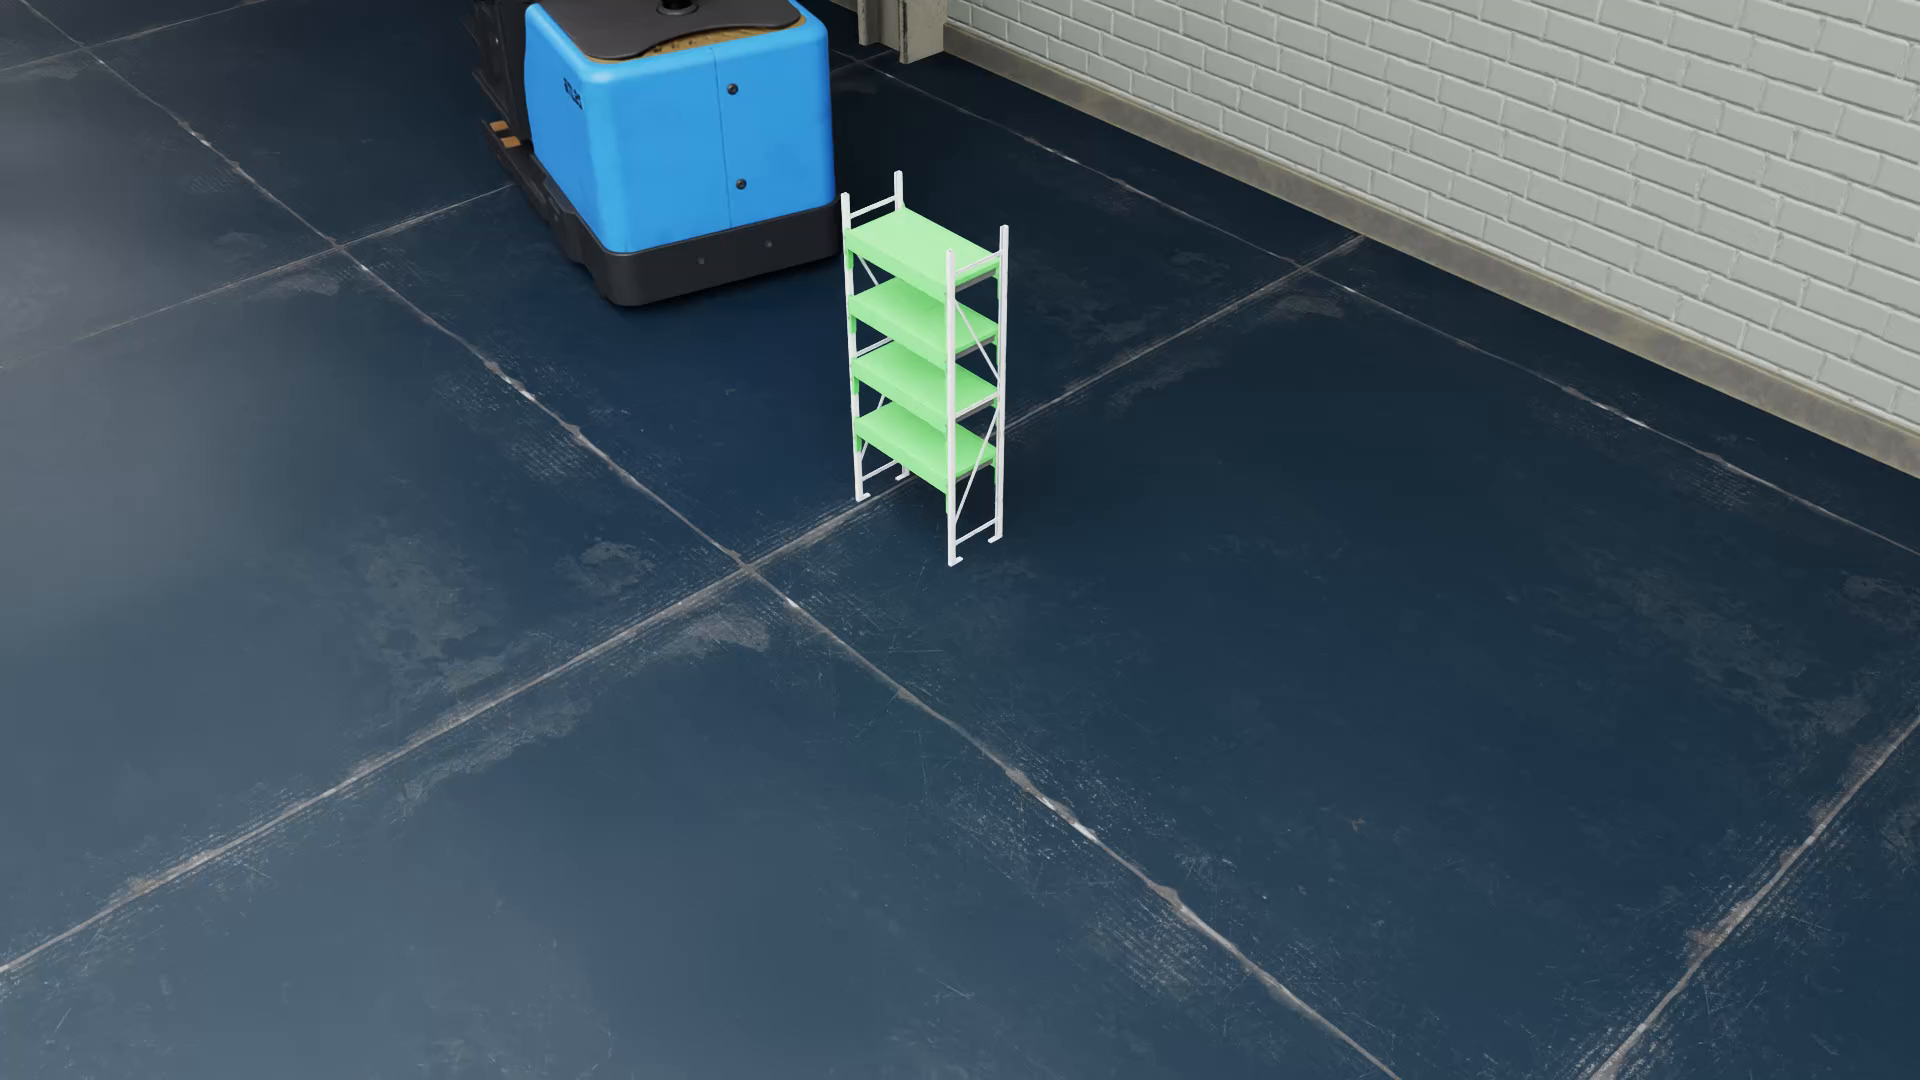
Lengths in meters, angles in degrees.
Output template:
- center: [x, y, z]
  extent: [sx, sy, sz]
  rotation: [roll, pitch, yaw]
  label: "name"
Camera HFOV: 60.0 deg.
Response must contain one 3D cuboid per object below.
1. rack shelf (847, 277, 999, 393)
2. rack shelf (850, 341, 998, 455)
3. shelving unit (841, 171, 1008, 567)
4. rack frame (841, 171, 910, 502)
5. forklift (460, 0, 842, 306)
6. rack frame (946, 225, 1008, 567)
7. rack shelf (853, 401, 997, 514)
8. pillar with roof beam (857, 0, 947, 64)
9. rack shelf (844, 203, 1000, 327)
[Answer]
- center: [-0.112, -0.680, 5.357]
  extent: [0.258, 0.148, 0.480]
  rotation: [-30, 48, -32]
  label: "rack shelf"
- center: [-0.112, -0.494, 5.508]
  extent: [0.258, 0.148, 0.480]
  rotation: [-30, 48, -32]
  label: "rack shelf"
- center: [-0.112, -0.543, 5.468]
  extent: [0.258, 1.200, 0.503]
  rotation: [-30, 48, -32]
  label: "shelving unit"
- center: [-0.277, -0.656, 5.608]
  extent: [0.240, 1.200, 0.015]
  rotation: [-30, 48, -32]
  label: "rack frame"
- center: [-1.648, -3.013, 7.148]
  extent: [1.130, 2.935, 3.031]
  rotation: [-19, 42, -21]
  label: "forklift"
- center: [0.053, -0.430, 5.328]
  extent: [0.240, 1.200, 0.015]
  rotation: [-30, 48, -32]
  label: "rack frame"
- center: [-0.112, -0.307, 5.659]
  extent: [0.258, 0.148, 0.480]
  rotation: [-30, 48, -32]
  label: "rack shelf"
- center: [-3.482, -4.375, 4.005]
  extent: [9.100, 9.000, 0.400]
  rotation: [-30, 48, -32]
  label: "pillar with roof beam"
- center: [-0.112, -0.867, 5.206]
  extent: [0.258, 0.148, 0.480]
  rotation: [-30, 48, -32]
  label: "rack shelf"
